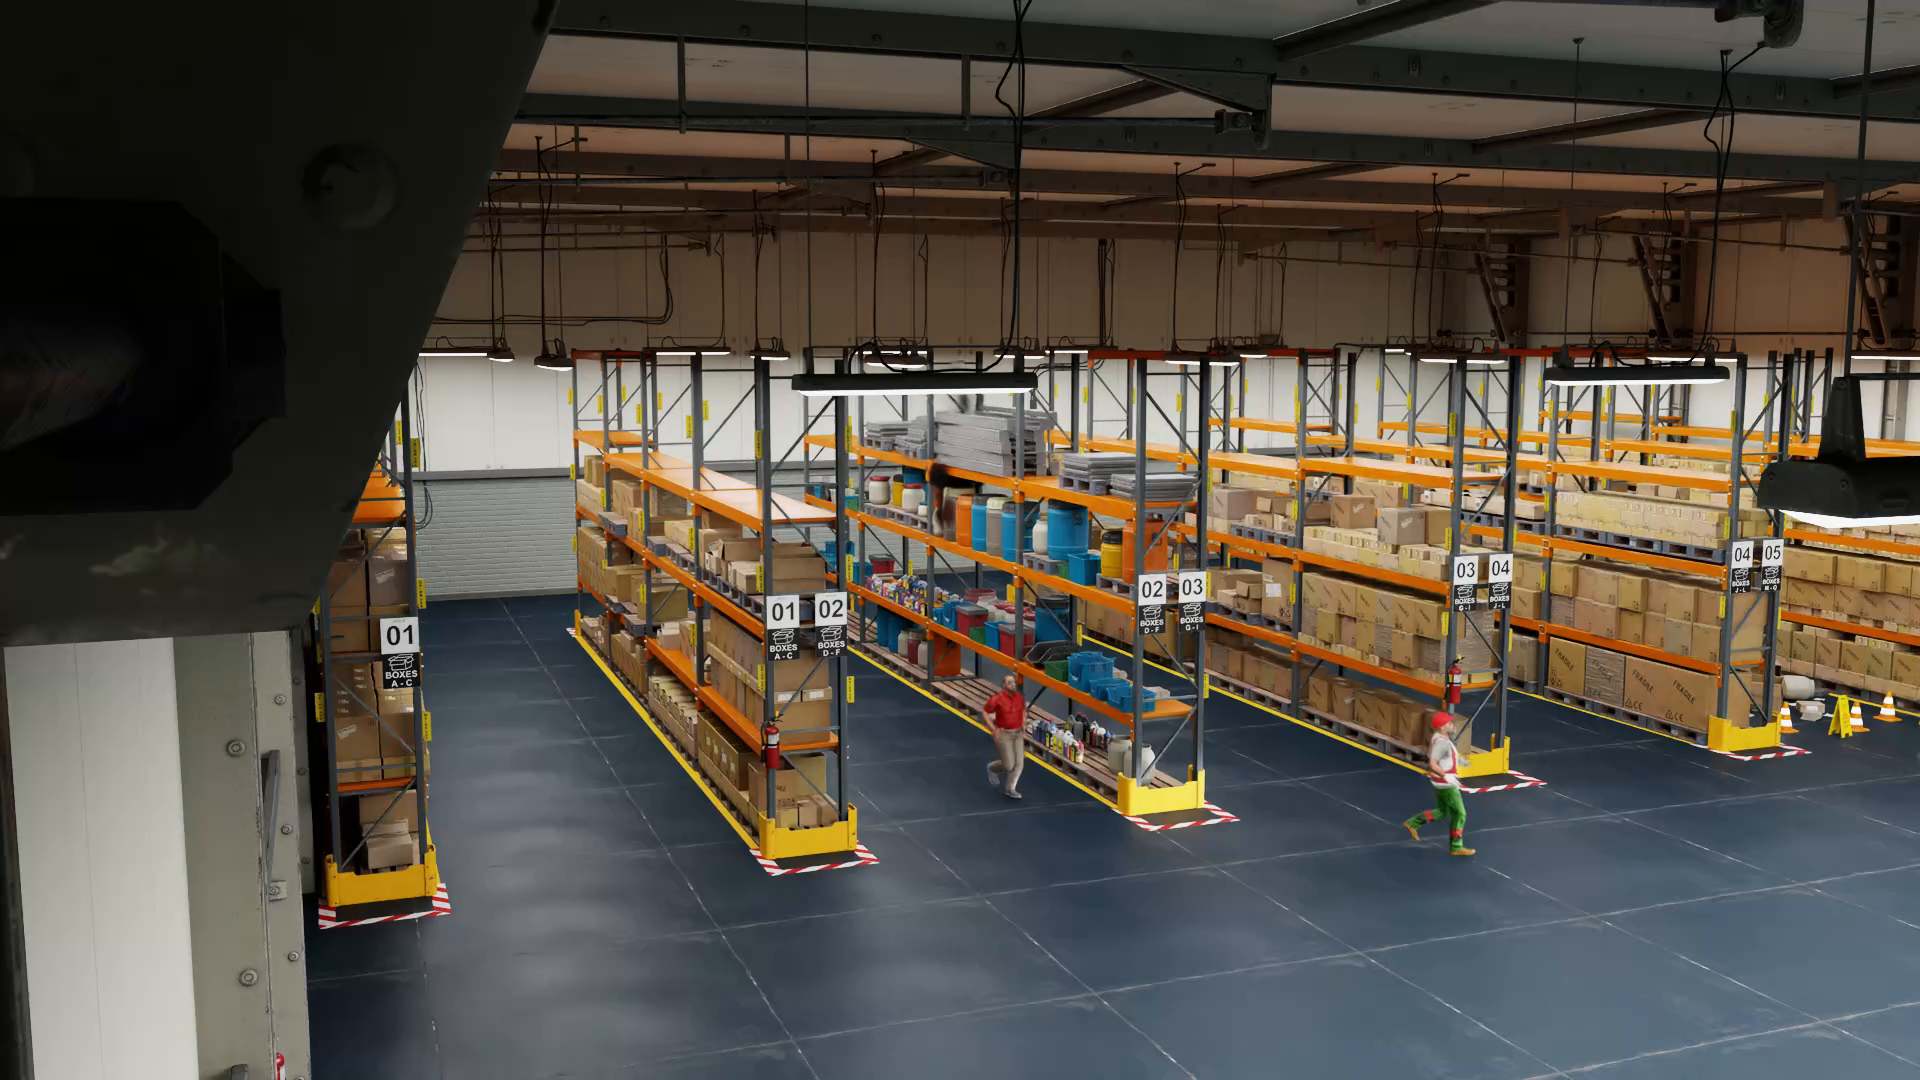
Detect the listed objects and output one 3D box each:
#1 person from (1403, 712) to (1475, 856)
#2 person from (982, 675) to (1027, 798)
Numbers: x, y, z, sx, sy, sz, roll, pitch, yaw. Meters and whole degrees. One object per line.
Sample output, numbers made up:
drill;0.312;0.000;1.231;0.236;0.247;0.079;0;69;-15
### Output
person;5.847;2.956;20.202;0.856;1.759;0.668;1;7;10
person;0.646;2.670;22.795;0.679;1.678;0.619;-5;9;-34
